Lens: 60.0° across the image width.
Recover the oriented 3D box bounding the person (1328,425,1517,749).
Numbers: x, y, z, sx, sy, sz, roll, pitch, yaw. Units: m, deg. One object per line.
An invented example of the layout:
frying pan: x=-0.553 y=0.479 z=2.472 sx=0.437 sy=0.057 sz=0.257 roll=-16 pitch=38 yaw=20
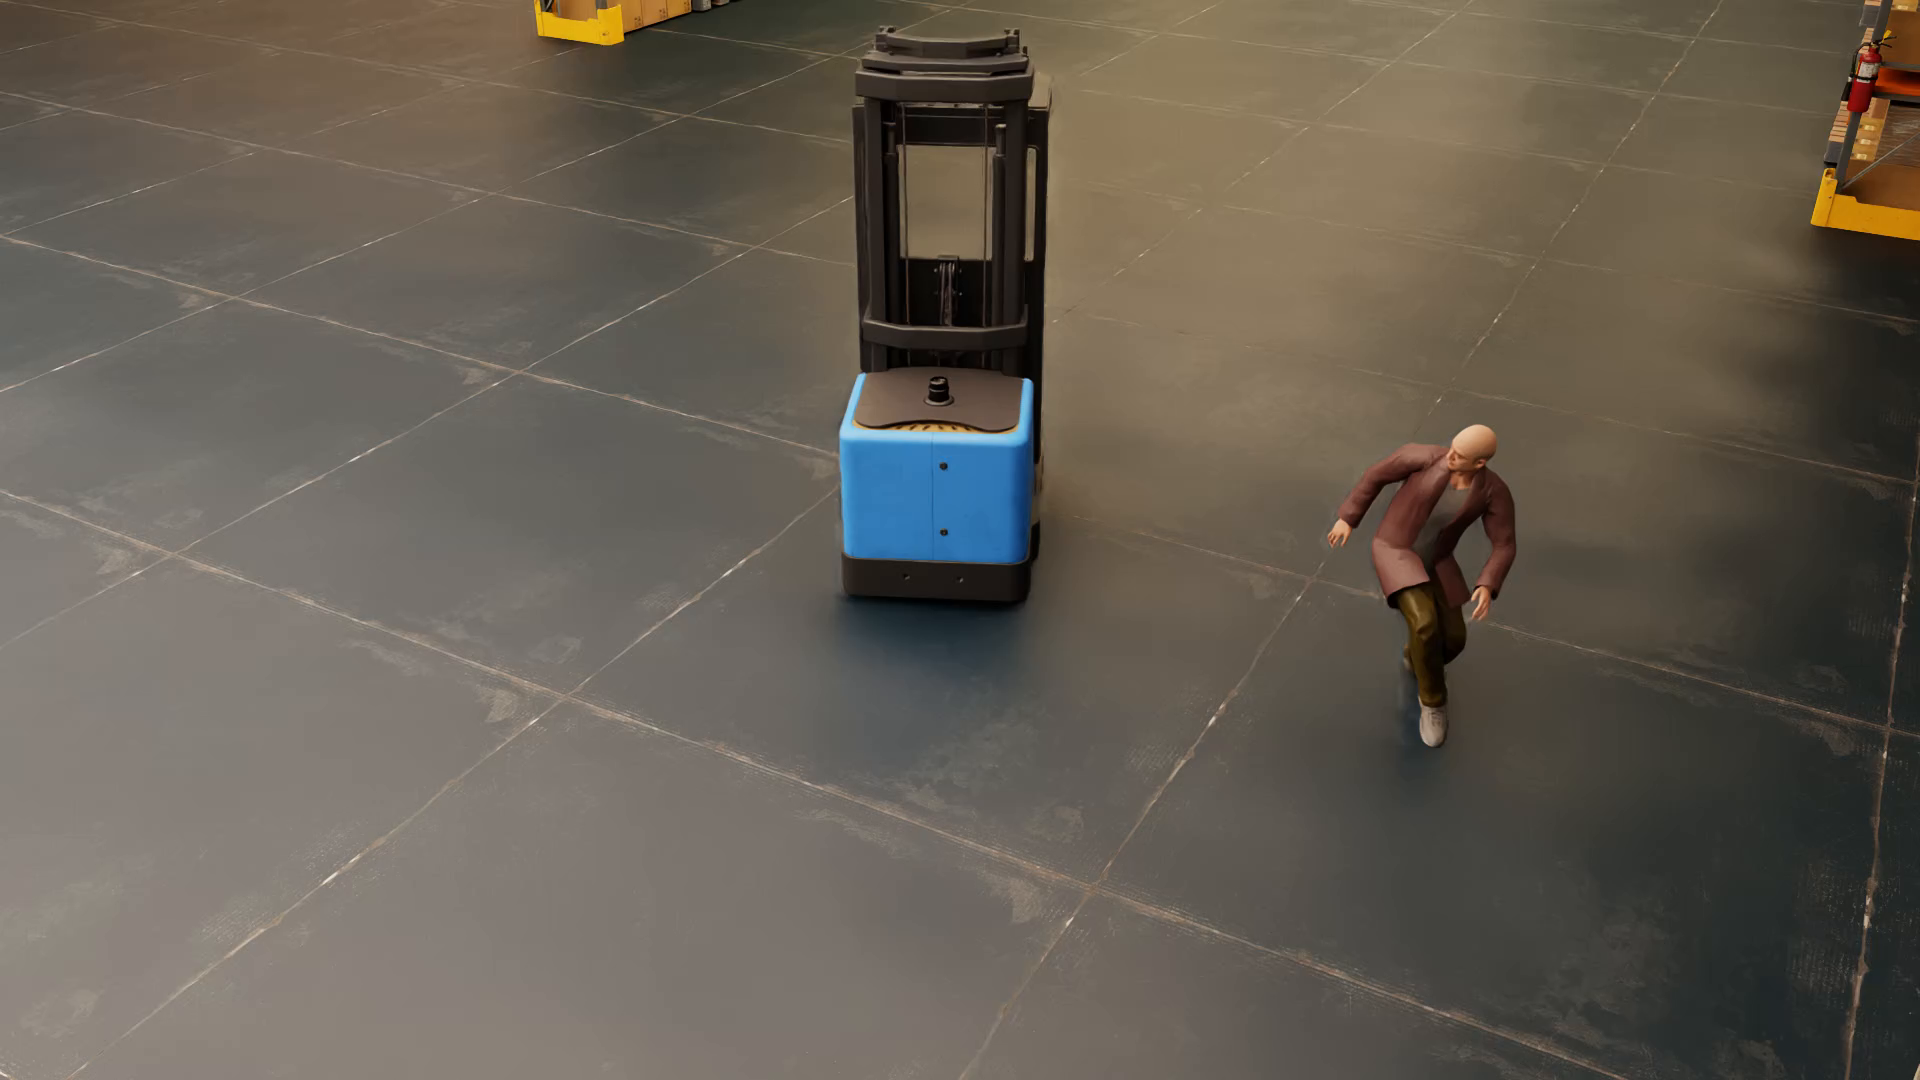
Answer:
person: x=2.293 y=0.158 z=8.172 sx=0.806 sy=1.590 sz=0.818 roll=-2 pitch=30 yaw=-3

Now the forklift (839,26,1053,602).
forklift: x=-0.033 y=-1.634 z=9.902 sx=1.130 sy=2.935 sz=3.031 roll=2 pitch=30 yaw=4
